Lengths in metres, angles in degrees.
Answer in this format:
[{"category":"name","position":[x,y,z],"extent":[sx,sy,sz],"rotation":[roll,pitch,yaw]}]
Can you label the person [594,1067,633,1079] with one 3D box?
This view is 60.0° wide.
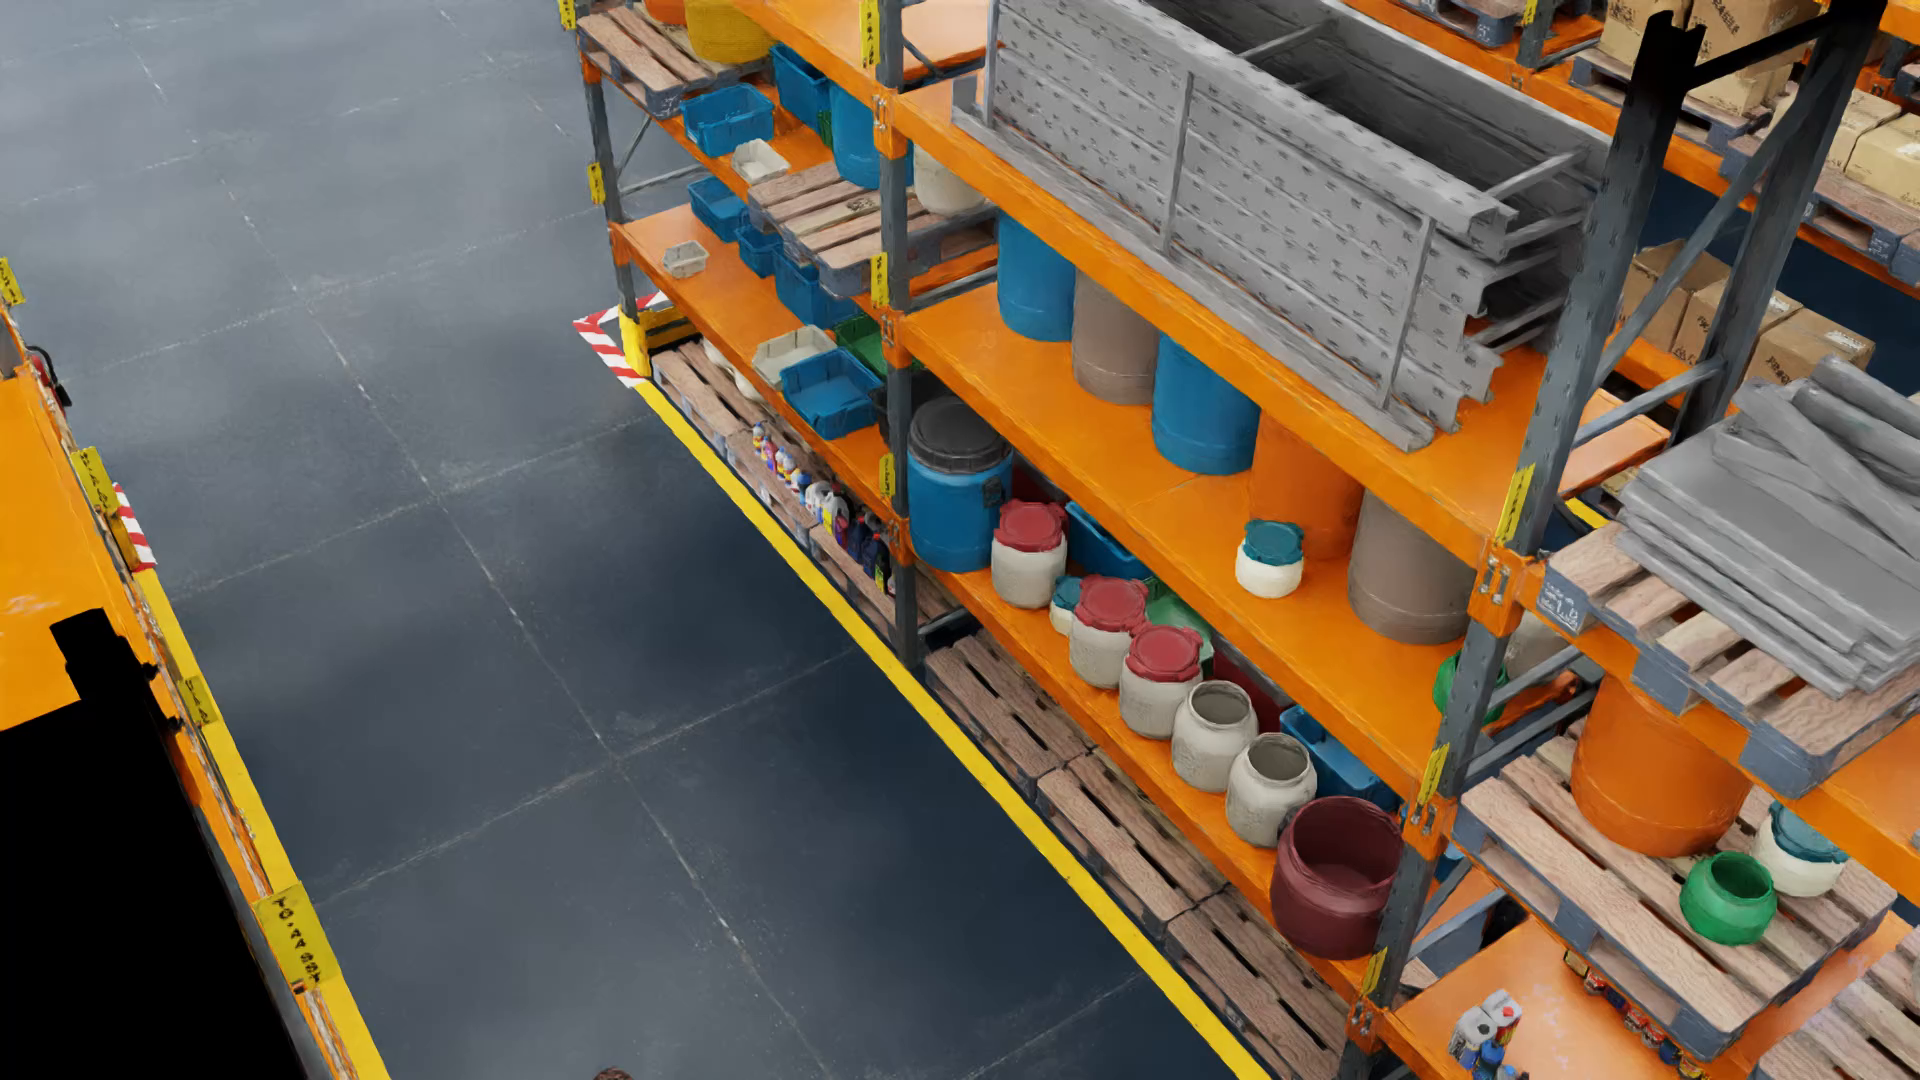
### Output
[{"category":"person","position":[-1.379,2.920,7.406],"extent":[0.598,1.619,0.507],"rotation":[-25,48,-25]}]
